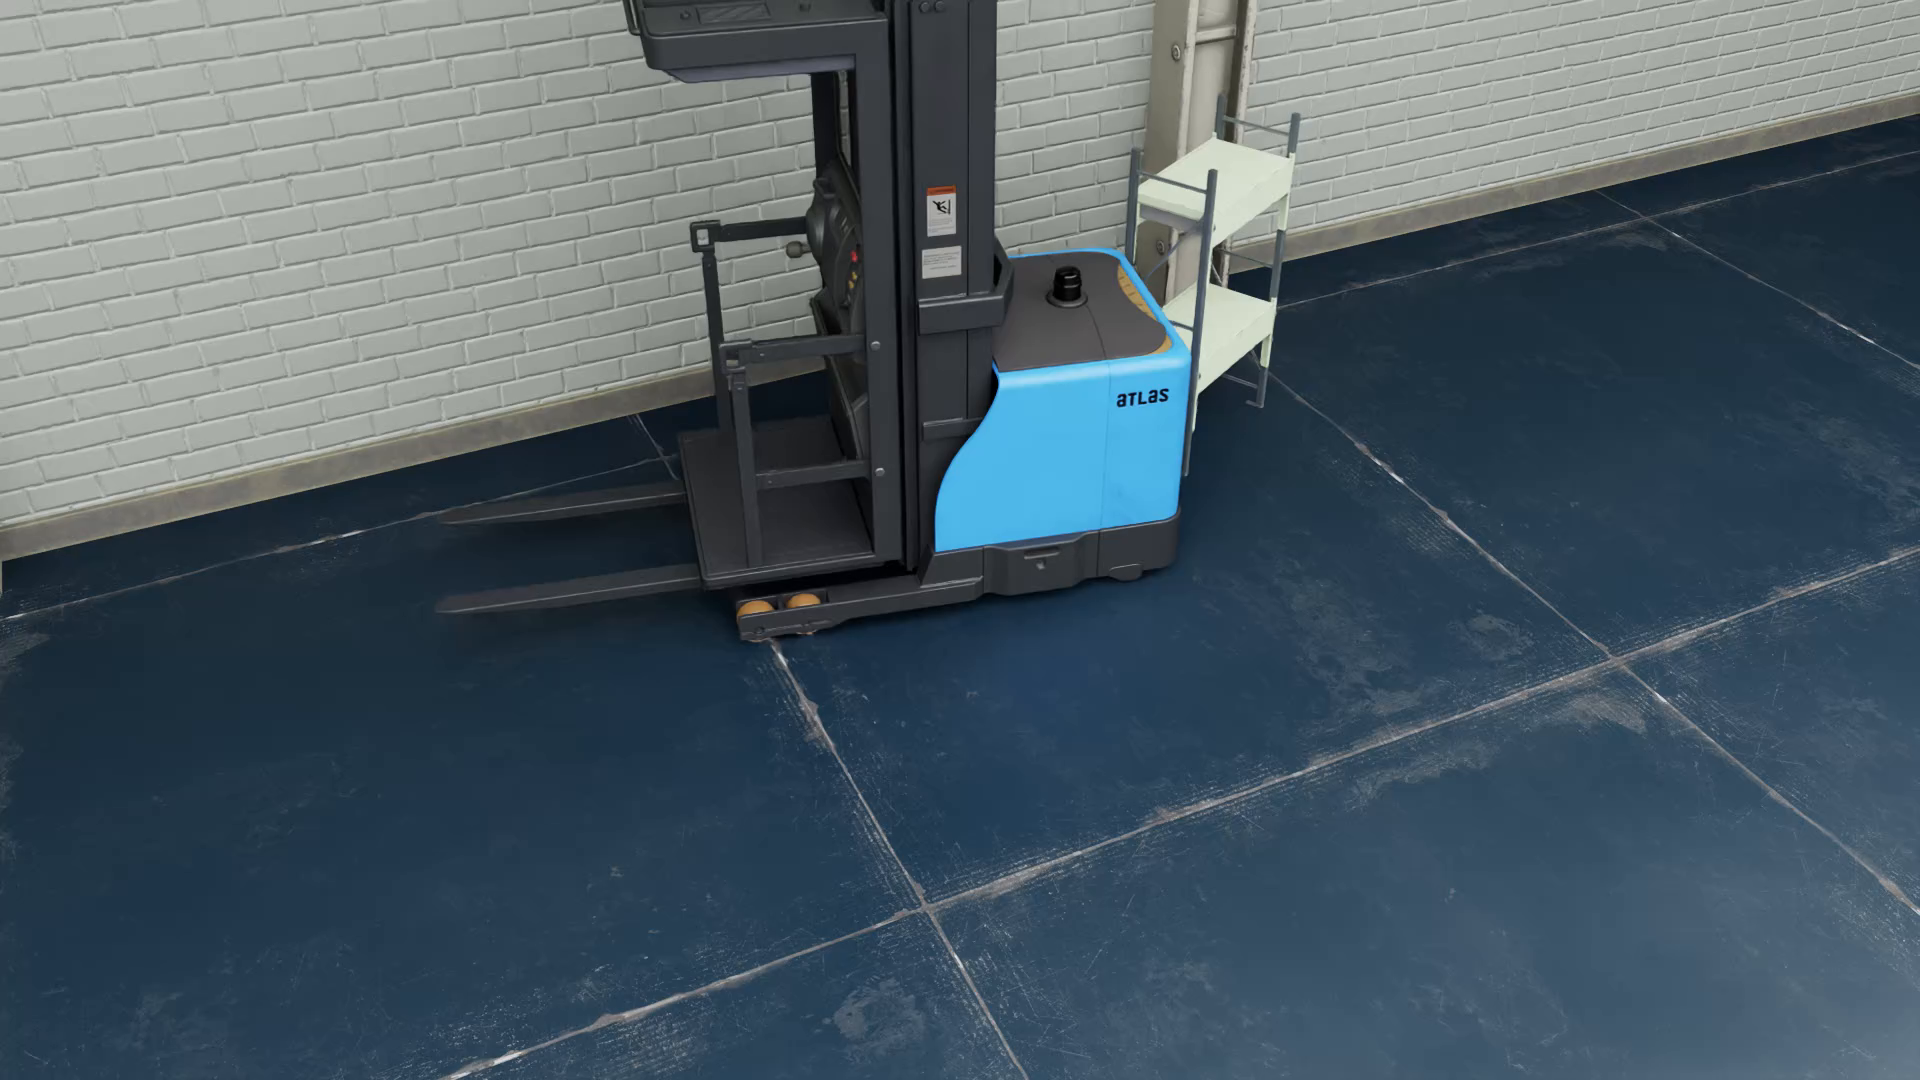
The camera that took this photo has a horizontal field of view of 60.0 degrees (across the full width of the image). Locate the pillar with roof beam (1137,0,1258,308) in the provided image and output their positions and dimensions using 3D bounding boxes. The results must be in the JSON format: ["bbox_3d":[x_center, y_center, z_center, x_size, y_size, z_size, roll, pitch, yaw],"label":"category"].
[{"bbox_3d":[3.024,-2.605,3.208,0.400,9.000,9.100,-16,39,-20],"label":"pillar with roof beam"}]

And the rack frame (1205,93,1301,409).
[{"bbox_3d":[1.316,-1.318,7.768,0.400,1.500,0.023,24,43,28],"label":"rack frame"}]

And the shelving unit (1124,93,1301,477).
[{"bbox_3d":[1.099,-1.143,7.532,0.431,1.500,0.755,24,43,28],"label":"shelving unit"}]

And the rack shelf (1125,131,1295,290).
[{"bbox_3d":[1.099,-1.456,7.299,0.431,0.370,0.720,24,43,28],"label":"rack shelf"}]

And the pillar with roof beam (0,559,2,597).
[{"bbox_3d":[-2.408,-1.086,1.161,0.400,9.000,9.100,-16,39,-20],"label":"pillar with roof beam"}]

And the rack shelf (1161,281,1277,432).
[{"bbox_3d":[1.099,-0.881,7.726,0.431,0.370,0.720,24,43,28],"label":"rack shelf"}]

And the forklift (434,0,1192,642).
[{"bbox_3d":[-0.656,-1.114,6.292,3.031,2.935,1.130,-8,37,-11],"label":"forklift"}]

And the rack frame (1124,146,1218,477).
[{"bbox_3d":[0.882,-0.967,7.295,0.400,1.500,0.023,24,43,28],"label":"rack frame"}]
